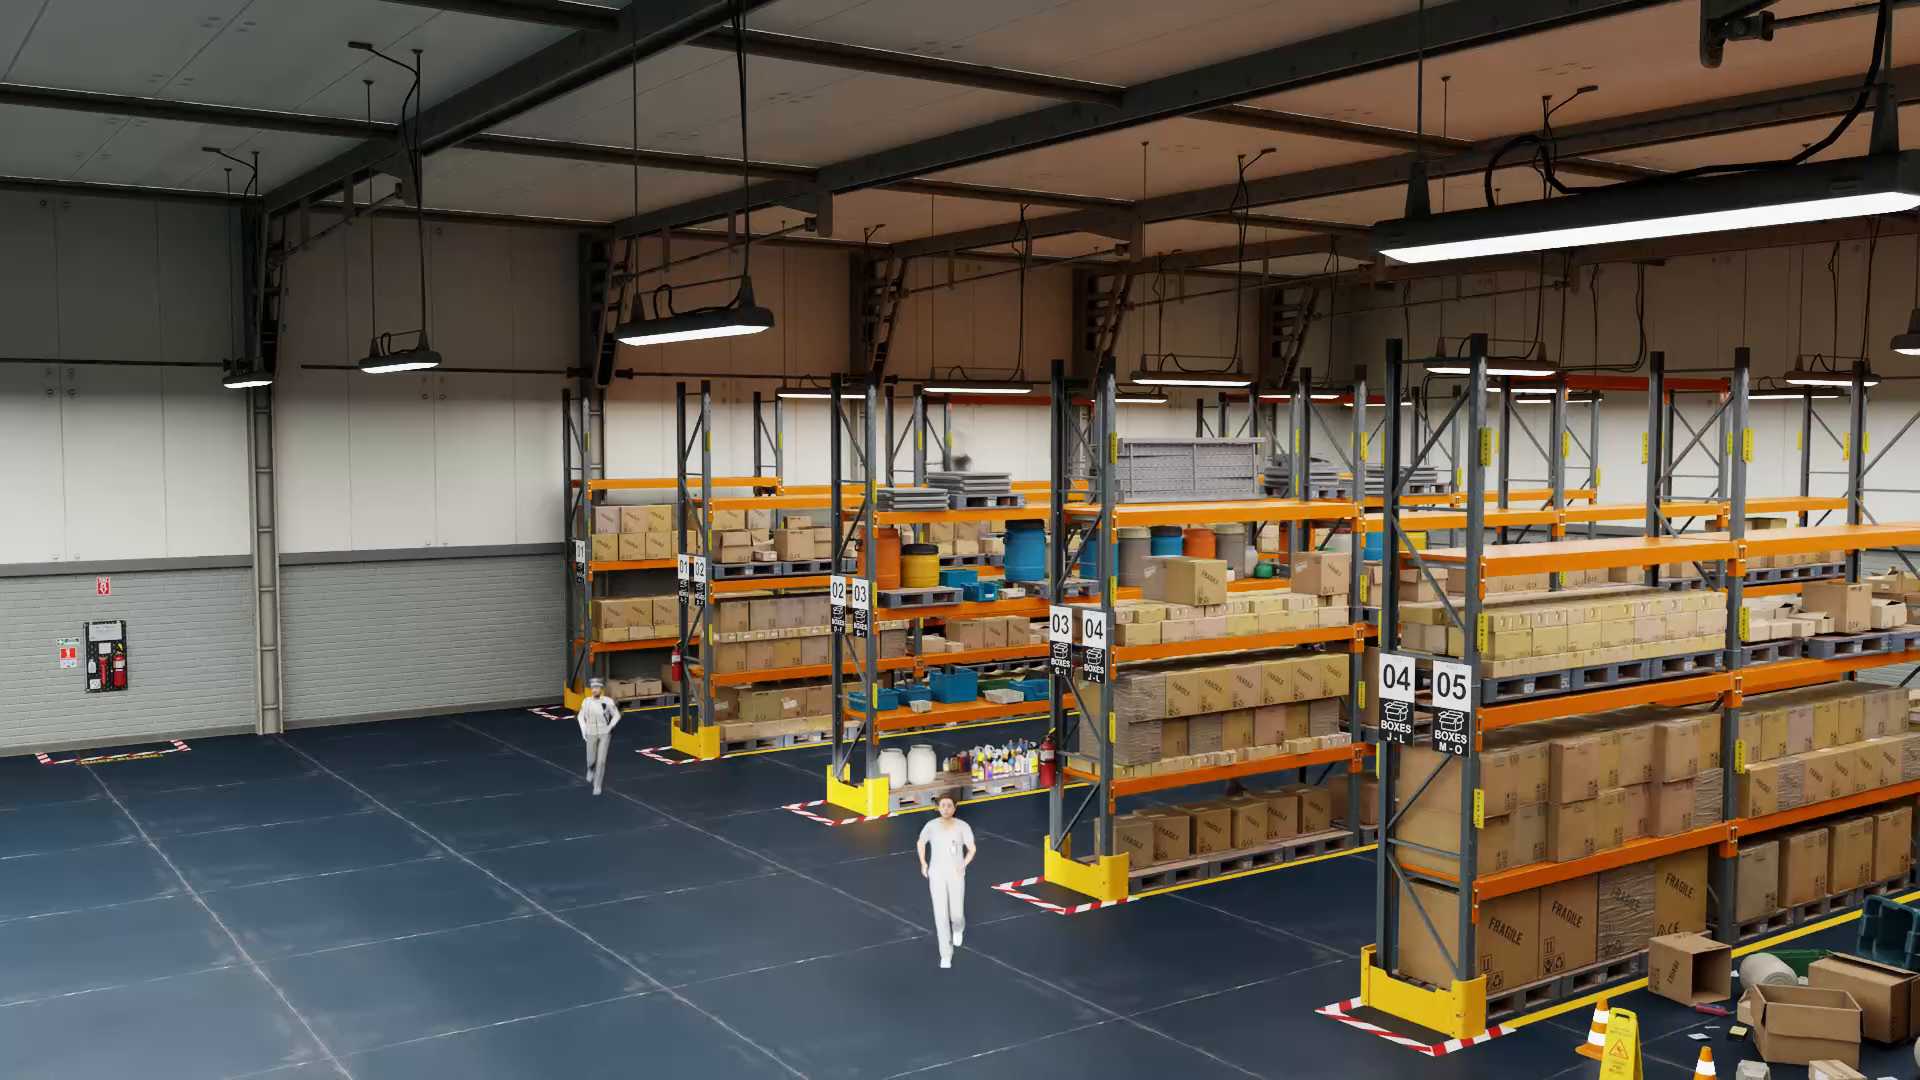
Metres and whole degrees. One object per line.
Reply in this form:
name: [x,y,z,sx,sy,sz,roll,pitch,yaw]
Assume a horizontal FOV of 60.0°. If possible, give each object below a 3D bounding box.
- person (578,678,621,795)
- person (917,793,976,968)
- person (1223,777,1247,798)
person: [-5.200,2.809,23.959,0.612,1.669,0.560,0,4,-6]
person: [-0.135,3.290,16.307,0.586,1.647,0.727,0,4,4]
person: [3.659,2.836,22.364,0.661,1.715,0.906,3,5,43]
